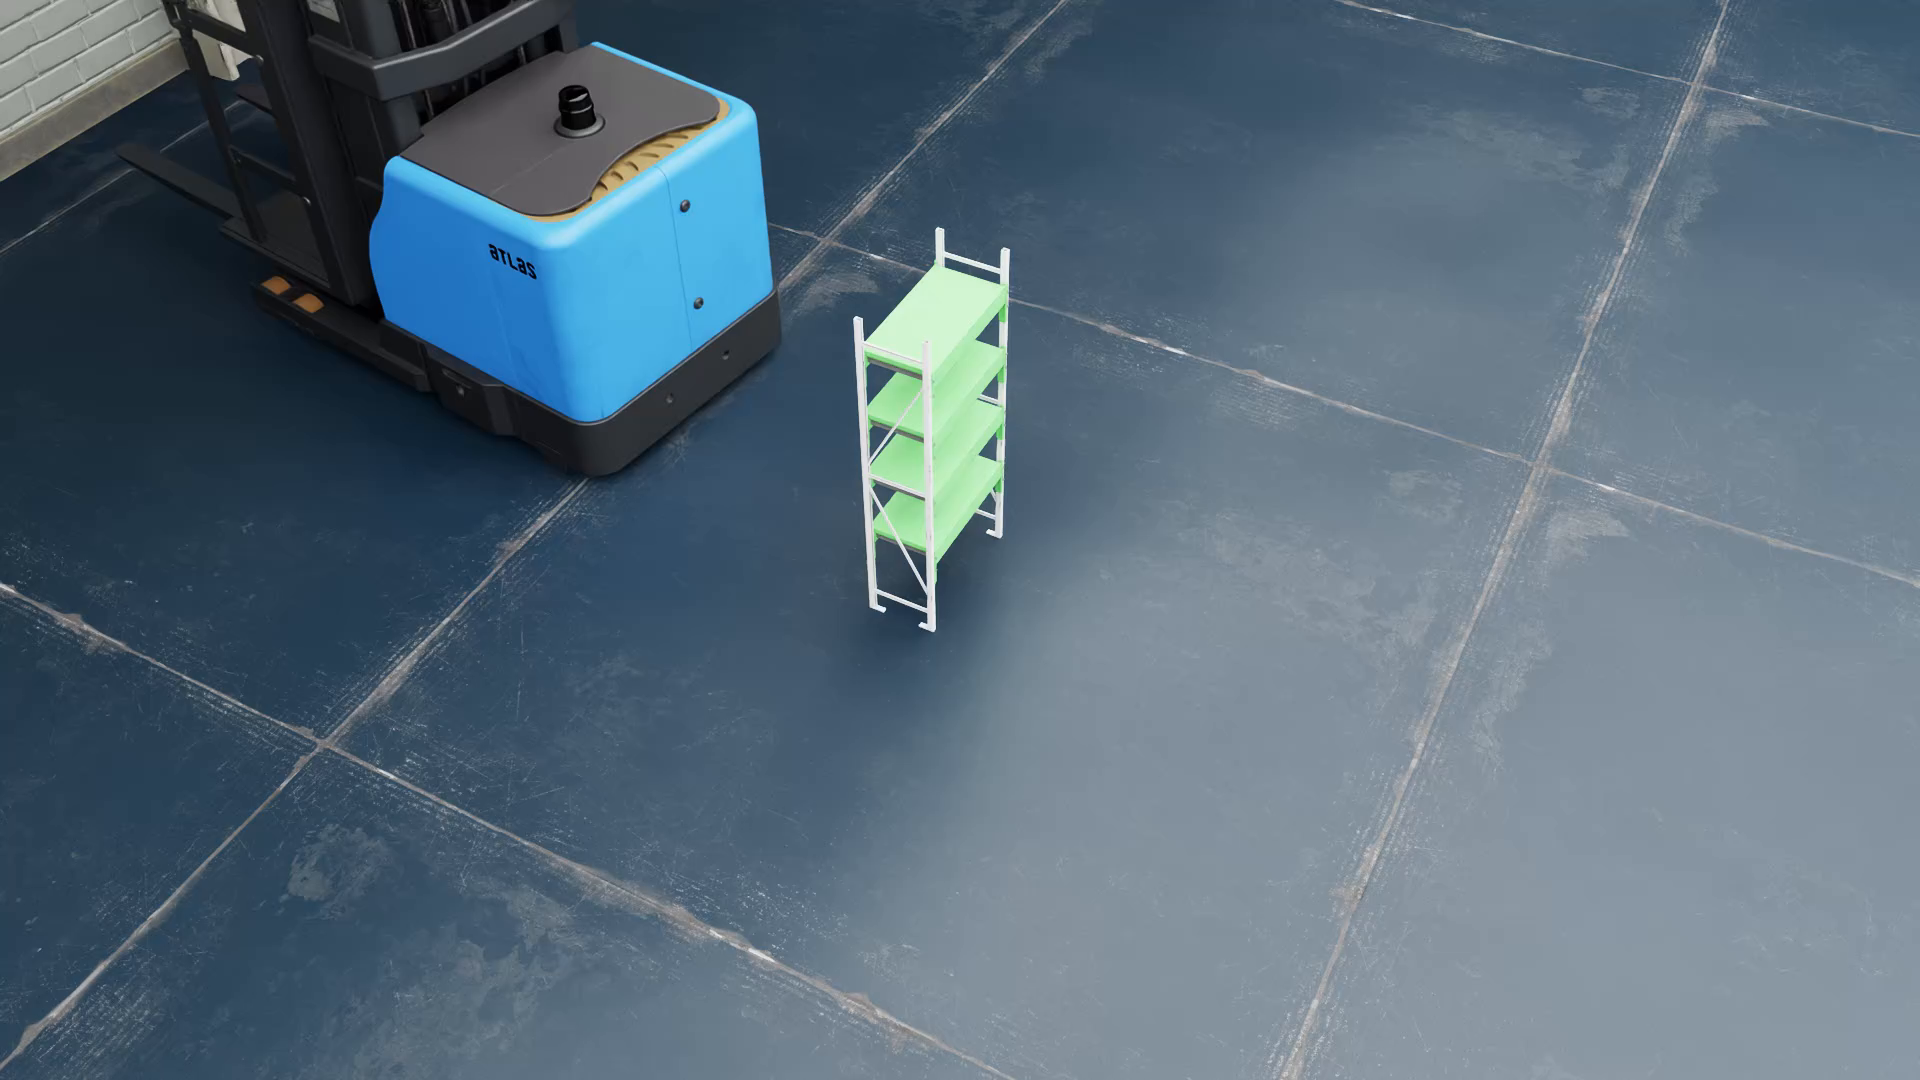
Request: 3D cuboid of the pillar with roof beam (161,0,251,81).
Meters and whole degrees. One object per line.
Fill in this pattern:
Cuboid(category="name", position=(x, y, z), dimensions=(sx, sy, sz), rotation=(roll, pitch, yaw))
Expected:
Cuboid(category="pillar with roof beam", position=(0.307, -4.097, 3.473), dimensions=(9.100, 9.000, 0.400), rotation=(20, 49, 19))

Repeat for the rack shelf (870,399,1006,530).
Cuboid(category="rack shelf", position=(-0.077, -0.273, 5.266), dimensions=(0.258, 0.148, 0.480), rotation=(20, 49, 19))

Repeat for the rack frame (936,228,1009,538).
Cuboid(category="rack frame", position=(0.036, -0.471, 5.372), dimensions=(0.240, 1.200, 0.015), rotation=(20, 49, 19))

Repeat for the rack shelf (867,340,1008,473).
Cuboid(category="rack shelf", position=(-0.077, -0.441, 5.095), dimensions=(0.258, 0.148, 0.480), rotation=(20, 49, 19))

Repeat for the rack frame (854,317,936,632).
Cuboid(category="rack frame", position=(-0.190, -0.164, 5.068), dimensions=(0.240, 1.200, 0.015), rotation=(20, 49, 19))

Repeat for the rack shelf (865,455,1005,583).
Cuboid(category="rack shelf", position=(-0.077, -0.104, 5.436), dimensions=(0.258, 0.148, 0.480), rotation=(20, 49, 19))

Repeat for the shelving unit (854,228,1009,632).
Cuboid(category="shelving unit", position=(-0.077, -0.317, 5.220), dimensions=(0.258, 1.200, 0.503), rotation=(20, 49, 19))

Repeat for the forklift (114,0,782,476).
Cuboid(category="forklift", position=(-2.182, -2.107, 5.771), dimensions=(3.031, 2.935, 1.130), rotation=(27, 51, 24))

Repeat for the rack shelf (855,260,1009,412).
Cuboid(category="rack shelf", position=(-0.077, -0.610, 4.924), dimensions=(0.258, 0.148, 0.480), rotation=(20, 49, 19))
